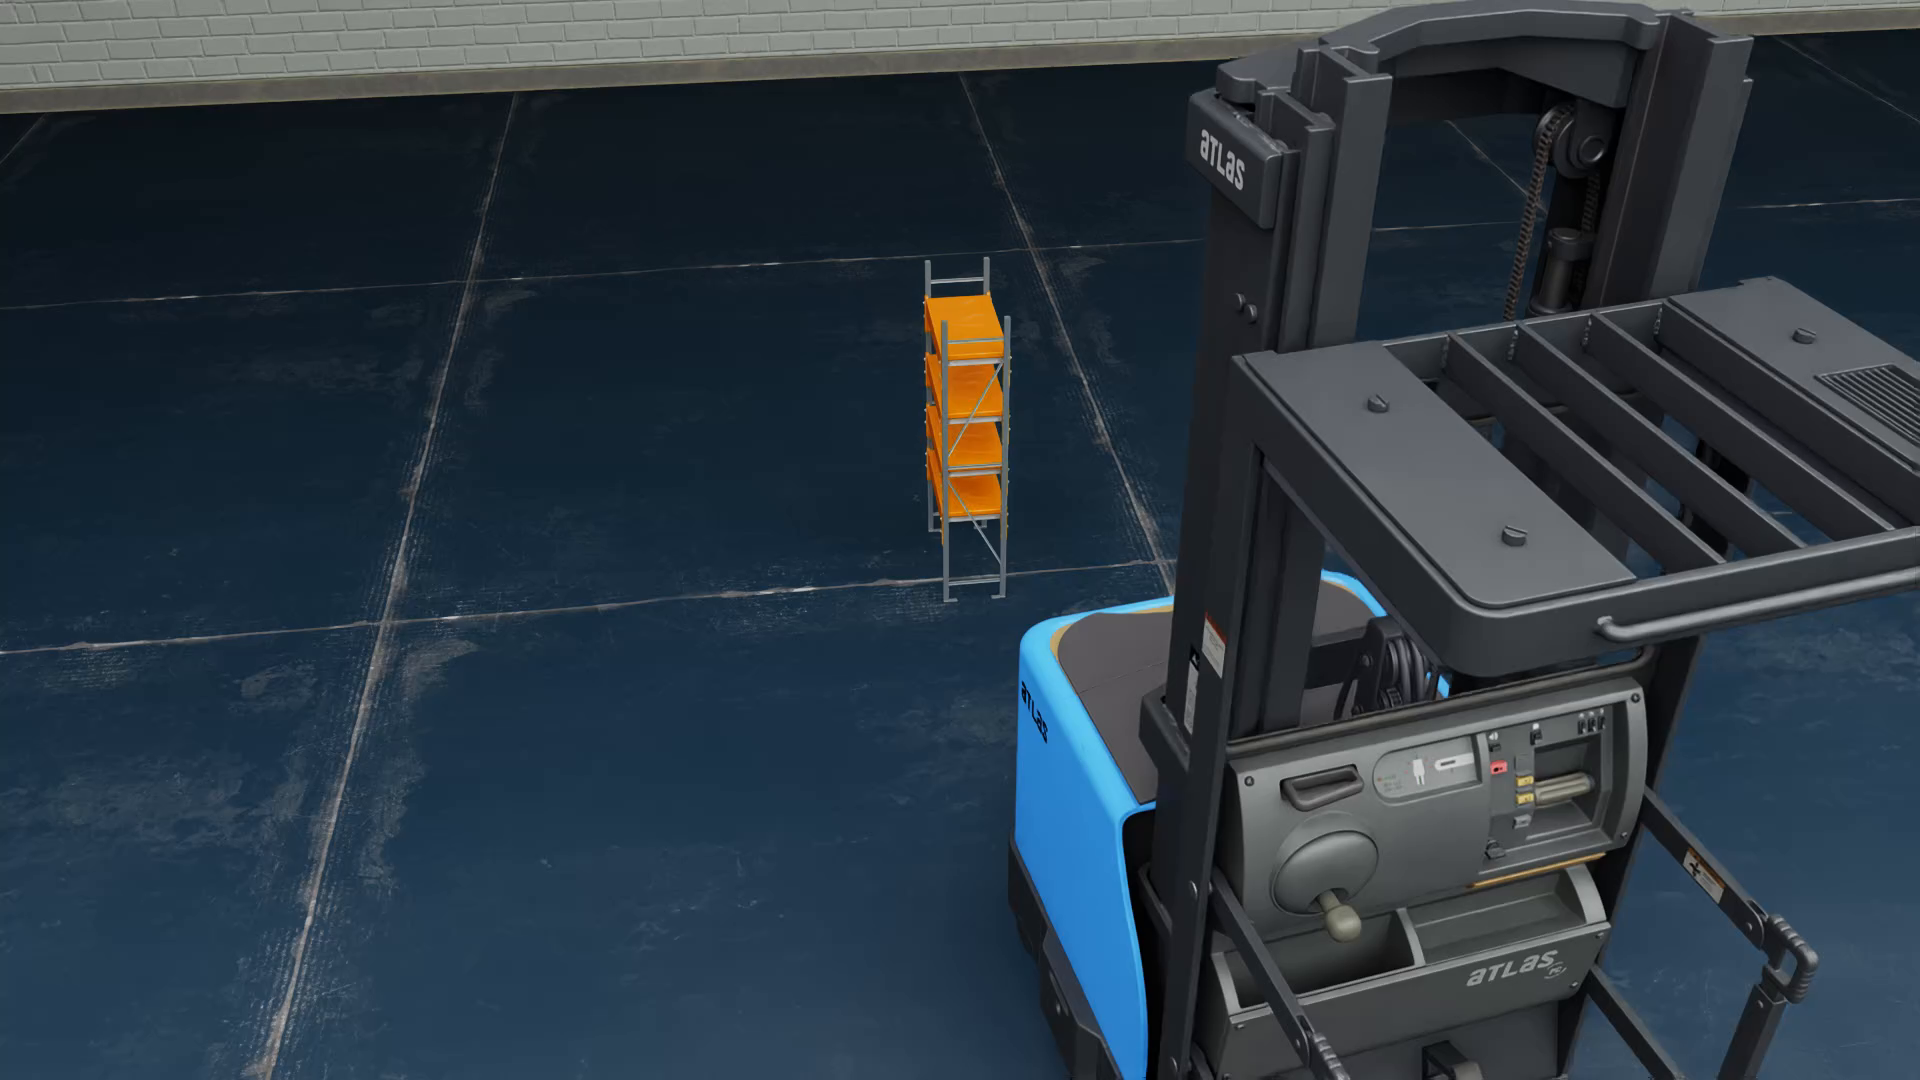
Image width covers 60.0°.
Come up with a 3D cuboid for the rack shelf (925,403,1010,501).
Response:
[{"bbox_3d":[0.022,-0.348,6.314,0.258,0.148,0.480,-4,35,-6],"label":"rack shelf"}]

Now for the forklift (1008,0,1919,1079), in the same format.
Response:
[{"bbox_3d":[1.060,0.616,3.243,1.130,2.935,3.031,-10,35,-14],"label":"forklift"}]

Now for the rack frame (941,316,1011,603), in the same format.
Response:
[{"bbox_3d":[0.055,-0.267,6.077,0.240,1.200,0.015,-4,35,-6],"label":"rack frame"}]

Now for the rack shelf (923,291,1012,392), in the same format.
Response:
[{"bbox_3d":[0.022,-0.728,6.055,0.258,0.148,0.480,-4,35,-6],"label":"rack shelf"}]

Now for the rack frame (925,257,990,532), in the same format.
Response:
[{"bbox_3d":[-0.011,-0.540,6.476,0.240,1.200,0.015,-4,35,-6],"label":"rack frame"}]

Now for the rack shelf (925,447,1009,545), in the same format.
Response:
[{"bbox_3d":[0.022,-0.184,6.426,0.258,0.148,0.480,-4,35,-6],"label":"rack shelf"}]

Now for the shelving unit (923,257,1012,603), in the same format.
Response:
[{"bbox_3d":[0.022,-0.403,6.277,0.258,1.200,0.503,-4,35,-6],"label":"shelving unit"}]

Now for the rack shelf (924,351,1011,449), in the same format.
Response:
[{"bbox_3d":[0.022,-0.533,6.188,0.258,0.148,0.480,-4,35,-6],"label":"rack shelf"}]
